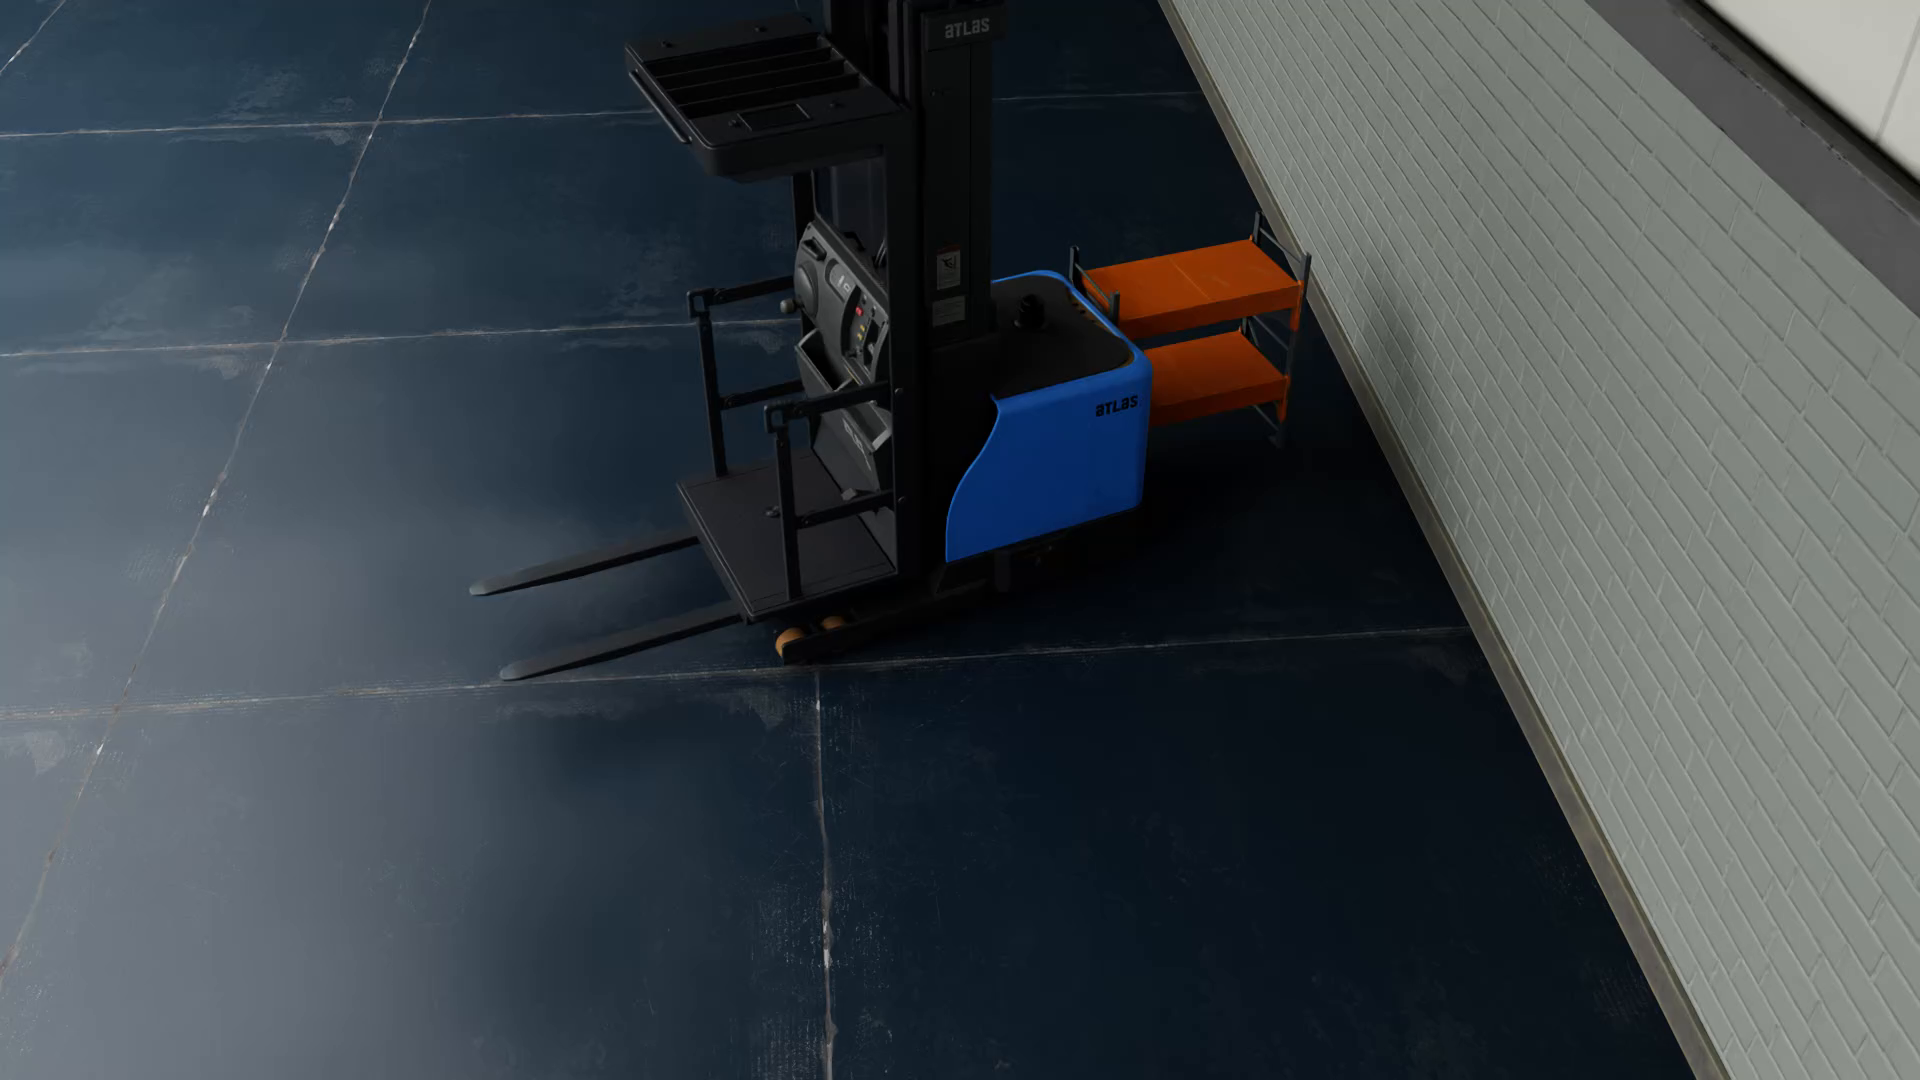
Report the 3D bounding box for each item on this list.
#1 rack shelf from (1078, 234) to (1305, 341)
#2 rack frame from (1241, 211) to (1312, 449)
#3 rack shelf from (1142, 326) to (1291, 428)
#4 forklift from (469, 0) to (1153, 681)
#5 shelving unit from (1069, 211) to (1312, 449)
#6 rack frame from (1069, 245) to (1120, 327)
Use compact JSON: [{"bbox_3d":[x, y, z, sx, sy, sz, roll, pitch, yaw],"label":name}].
[{"bbox_3d":[1.113,-1.183,8.190,1.000,0.278,0.538,-13,40,-16],"label":"rack shelf"},{"bbox_3d":[1.588,-1.066,8.514,0.032,1.125,0.500,-13,40,-16],"label":"rack frame"},{"bbox_3d":[1.113,-0.761,8.523,1.000,0.278,0.538,-13,40,-16],"label":"rack shelf"},{"bbox_3d":[-0.685,-0.972,6.937,3.031,2.935,1.130,-16,41,-19],"label":"forklift"},{"bbox_3d":[1.113,-0.953,8.371,1.048,1.125,0.538,-13,40,-16],"label":"shelving unit"},{"bbox_3d":[0.639,-0.840,8.228,0.032,1.125,0.500,-13,40,-16],"label":"rack frame"}]
